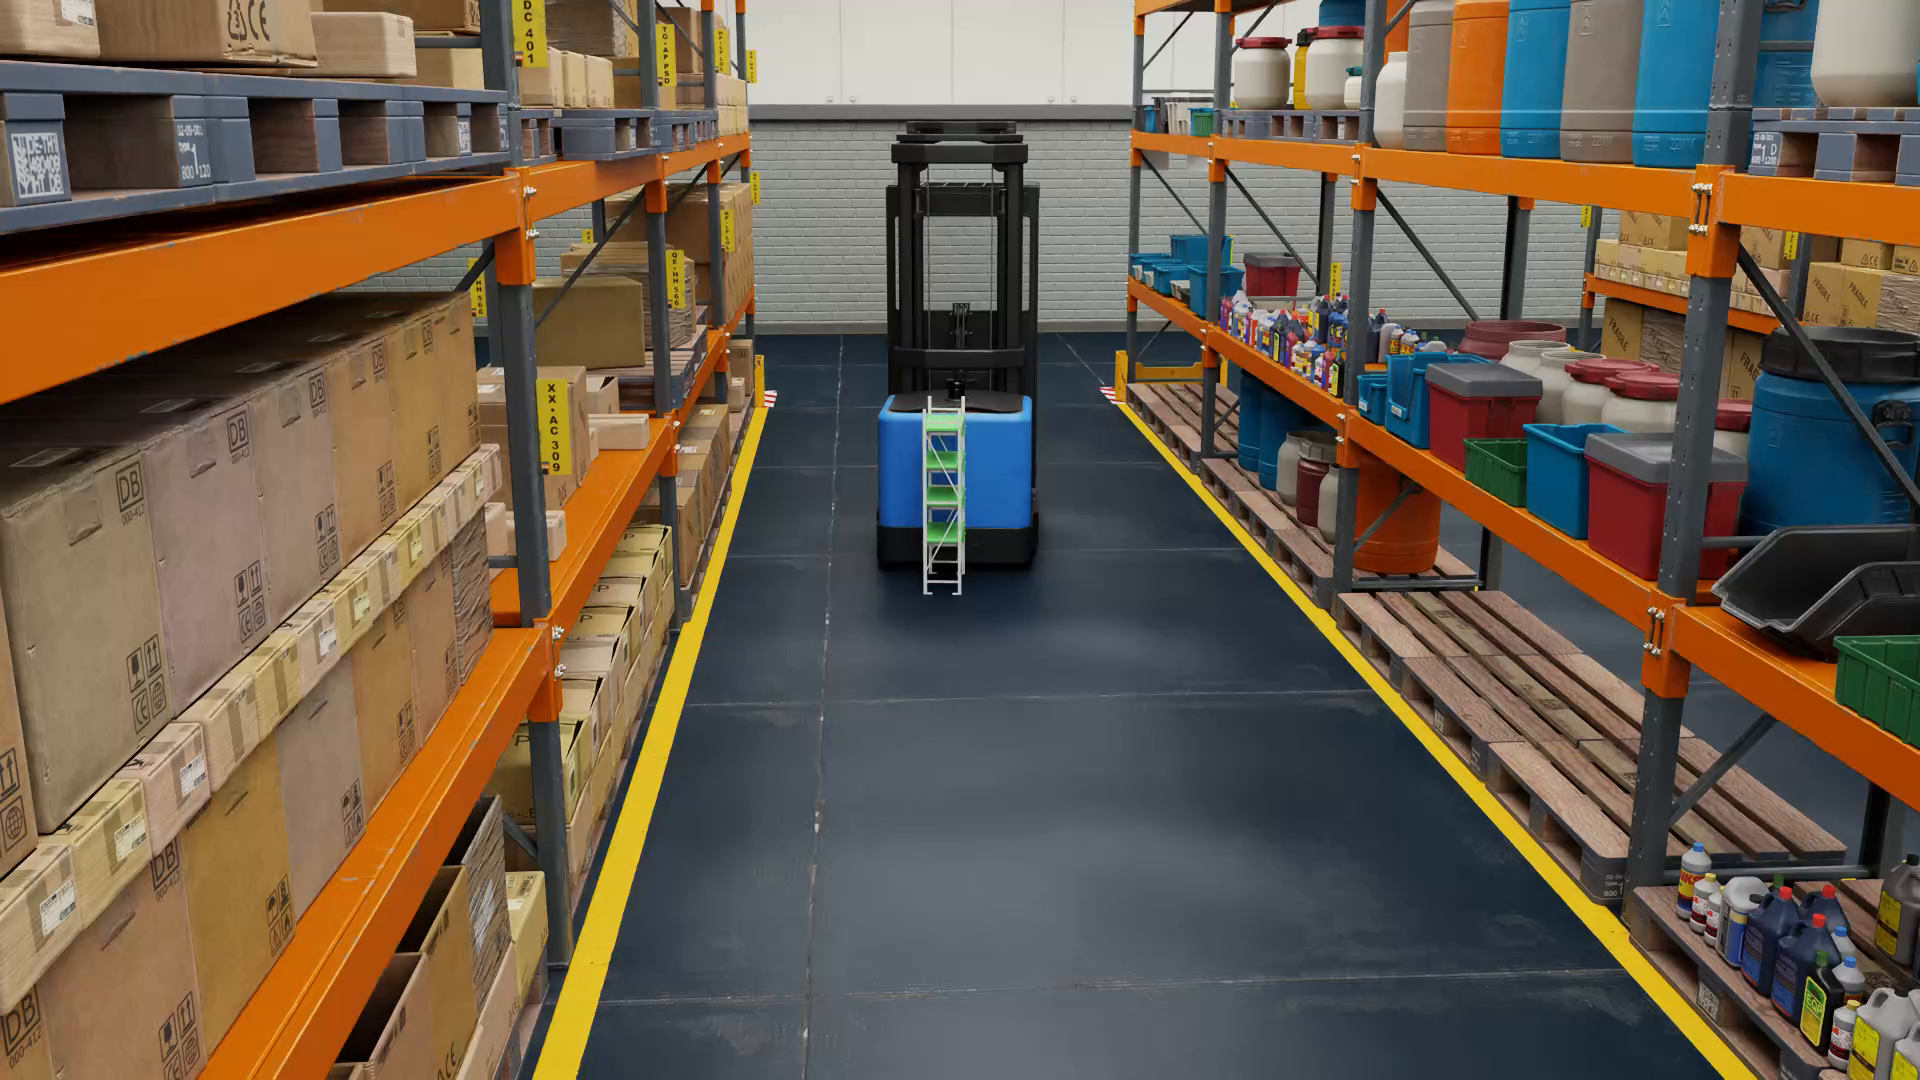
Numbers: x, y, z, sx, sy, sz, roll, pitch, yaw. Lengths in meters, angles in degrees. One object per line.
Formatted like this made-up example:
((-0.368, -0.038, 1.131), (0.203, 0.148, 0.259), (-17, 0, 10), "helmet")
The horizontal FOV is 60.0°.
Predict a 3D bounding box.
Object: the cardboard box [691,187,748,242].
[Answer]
((-2.289, -3.068, 15.724), (0.500, 0.500, 0.500), (0, 14, -2), "cardboard box")

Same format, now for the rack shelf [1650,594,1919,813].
((3.151, 0.858, 4.115), (1.077, 0.370, 4.000), (-1, 14, -3), "rack shelf")

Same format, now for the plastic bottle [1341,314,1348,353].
((2.832, -1.508, 12.126), (0.097, 0.271, 0.097), (0, 14, 0), "plastic bottle")

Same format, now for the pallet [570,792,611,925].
((-2.001, 1.256, 6.722), (1.003, 0.211, 1.213), (-1, 14, -3), "pallet")

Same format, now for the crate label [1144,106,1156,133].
((2.019, -4.118, 16.291), (0.408, 0.251, 0.502), (-1, 14, -3), "crate label")

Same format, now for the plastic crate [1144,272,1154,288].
((1.950, -2.557, 16.354), (0.250, 0.136, 0.298), (-1, 14, -3), "plastic crate")

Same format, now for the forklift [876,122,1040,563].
((0.031, -1.576, 12.268), (1.130, 2.935, 3.031), (1, 14, 3), "forklift")

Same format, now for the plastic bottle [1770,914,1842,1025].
((2.675, 1.336, 5.246), (0.144, 0.351, 0.185), (-1, 15, -6), "plastic bottle")

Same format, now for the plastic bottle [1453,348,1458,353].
((3.096, -1.062, 10.392), (0.097, 0.271, 0.097), (0, 14, 0), "plastic bottle")

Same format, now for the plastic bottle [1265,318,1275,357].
((2.238, -1.452, 11.910), (0.097, 0.271, 0.097), (0, 14, 0), "plastic bottle")

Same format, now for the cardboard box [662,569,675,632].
((-1.888, 0.348, 9.328), (0.500, 0.250, 0.500), (-1, 14, -2), "cardboard box")

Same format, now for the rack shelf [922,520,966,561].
((-0.101, 0.000, 10.836), (0.258, 0.148, 0.480), (1, 14, 3), "rack shelf")

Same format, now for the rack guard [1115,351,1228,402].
((2.270, -1.767, 17.892), (1.175, 0.500, 0.348), (-1, 14, -3), "rack guard")

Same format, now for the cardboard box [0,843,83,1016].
((-1.497, 0.554, 2.353), (0.380, 0.149, 0.250), (-1, 14, -5), "cardboard box")

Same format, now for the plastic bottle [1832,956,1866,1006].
((2.722, 1.411, 5.116), (0.097, 0.271, 0.097), (0, 14, 0), "plastic bottle")

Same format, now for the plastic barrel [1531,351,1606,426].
((3.083, -0.679, 8.422), (0.421, 0.512, 0.421), (0, 14, 0), "plastic barrel")

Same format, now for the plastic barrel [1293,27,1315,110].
((2.791, -3.501, 12.372), (0.600, 0.588, 0.600), (0, 14, 0), "plastic barrel")

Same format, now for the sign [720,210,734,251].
((-1.858, -2.472, 13.290), (0.100, 0.325, 0.005), (-1, 14, -3), "sign")

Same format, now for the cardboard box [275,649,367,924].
((-1.784, 0.533, 3.734), (0.700, 0.500, 0.500), (0, 14, -2), "cardboard box")

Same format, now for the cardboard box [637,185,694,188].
((-2.856, -3.185, 16.178), (0.500, 0.500, 0.500), (-1, 14, -3), "cardboard box")

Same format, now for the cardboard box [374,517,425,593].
((-1.625, 0.043, 4.338), (0.380, 0.149, 0.250), (-1, 14, -4), "cardboard box")

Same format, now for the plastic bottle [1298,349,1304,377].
((2.295, -1.188, 11.021), (0.097, 0.201, 0.097), (0, 14, 0), "plastic bottle")

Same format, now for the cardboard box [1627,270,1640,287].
((6.971, -2.641, 16.776), (0.380, 0.149, 0.250), (-1, 14, -4), "cardboard box")

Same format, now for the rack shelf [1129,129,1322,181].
((2.408, -3.579, 15.340), (1.077, 0.370, 4.000), (-1, 14, -3), "rack shelf")

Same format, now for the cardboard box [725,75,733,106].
((-2.246, -3.897, 14.433), (0.500, 0.250, 0.500), (-1, 14, -3), "cardboard box")

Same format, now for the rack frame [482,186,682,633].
((-2.164, -0.907, 9.531), (1.000, 3.000, 0.127), (-1, 14, -3), "rack frame")

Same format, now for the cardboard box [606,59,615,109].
((-2.080, -2.378, 8.689), (0.500, 0.250, 0.500), (-2, 15, -8), "cardboard box")

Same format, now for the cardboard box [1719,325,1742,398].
((7.459, -1.617, 15.714), (0.875, 0.875, 0.875), (-1, 14, -3), "cardboard box")

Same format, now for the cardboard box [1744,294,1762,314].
((7.113, -2.067, 14.544), (0.380, 0.149, 0.250), (-1, 14, -2), "cardboard box")

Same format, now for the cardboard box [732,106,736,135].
((-2.286, -3.780, 14.978), (0.500, 0.250, 0.500), (-1, 14, -3), "cardboard box")

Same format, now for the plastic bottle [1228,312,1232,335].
((2.162, -1.722, 13.097), (0.097, 0.201, 0.097), (0, 14, 0), "plastic bottle")

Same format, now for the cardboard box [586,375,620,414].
((-2.185, -0.773, 9.188), (0.500, 0.311, 0.500), (0, 14, 0), "cardboard box")

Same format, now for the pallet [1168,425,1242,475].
((2.448, -0.809, 14.747), (1.003, 0.211, 1.213), (-1, 14, -3), "pallet")

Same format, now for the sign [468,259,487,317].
((-2.705, -1.419, 9.355), (0.100, 0.325, 0.005), (-1, 14, -3), "sign")

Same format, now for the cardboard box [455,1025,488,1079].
((-1.603, 1.577, 4.554), (0.500, 0.250, 0.500), (-1, 14, -3), "cardboard box")

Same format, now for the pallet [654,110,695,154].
((-2.033, -2.101, 8.531), (1.213, 0.211, 1.003), (0, 14, -1), "pallet")

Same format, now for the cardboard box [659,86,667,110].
((-2.257, -2.643, 10.058), (0.910, 0.500, 0.500), (-1, 14, -3), "cardboard box")

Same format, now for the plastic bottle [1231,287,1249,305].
((2.233, -1.851, 13.299), (0.144, 0.351, 0.185), (-1, 14, -3), "plastic bottle")

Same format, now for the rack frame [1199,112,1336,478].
((2.532, -1.977, 13.691), (1.000, 3.000, 0.127), (-1, 14, -3), "rack frame")

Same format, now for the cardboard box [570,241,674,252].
((-2.606, -2.032, 12.862), (0.700, 0.500, 0.500), (-6, 16, -22), "cardboard box")

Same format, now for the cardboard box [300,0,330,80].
((-2.149, -1.555, 4.706), (0.500, 0.500, 0.500), (0, 14, 1), "cardboard box")

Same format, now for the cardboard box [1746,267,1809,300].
((7.186, -2.231, 14.381), (0.500, 0.250, 0.500), (-1, 14, -4), "cardboard box")

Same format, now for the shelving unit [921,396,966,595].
((-0.101, -0.294, 10.761), (0.258, 1.200, 0.503), (1, 14, 3), "shelving unit")

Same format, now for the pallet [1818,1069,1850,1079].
((3.106, 1.835, 4.472), (1.003, 0.211, 1.213), (-1, 14, -3), "pallet")

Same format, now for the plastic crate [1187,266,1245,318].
((2.163, -2.109, 14.117), (0.392, 0.384, 0.575), (-1, 14, -3), "plastic crate")

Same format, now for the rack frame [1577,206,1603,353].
((7.228, -3.049, 17.855), (1.000, 3.000, 0.127), (-1, 14, -3), "rack frame")

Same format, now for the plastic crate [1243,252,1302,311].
((2.727, -2.263, 14.554), (0.402, 0.464, 0.583), (-1, 14, -3), "plastic crate")

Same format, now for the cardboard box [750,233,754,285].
((-2.361, -2.838, 16.835), (0.500, 0.500, 0.500), (0, 14, -2), "cardboard box")

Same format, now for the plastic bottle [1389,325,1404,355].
((3.024, -1.349, 11.509), (0.097, 0.271, 0.097), (0, 14, 0), "plastic bottle")

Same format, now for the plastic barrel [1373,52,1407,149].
((2.493, -2.407, 9.119), (0.421, 0.512, 0.421), (0, 14, 0), "plastic barrel")

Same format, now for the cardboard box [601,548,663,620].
((-1.847, 0.205, 8.758), (0.500, 0.311, 0.500), (-1, 14, -4), "cardboard box")
